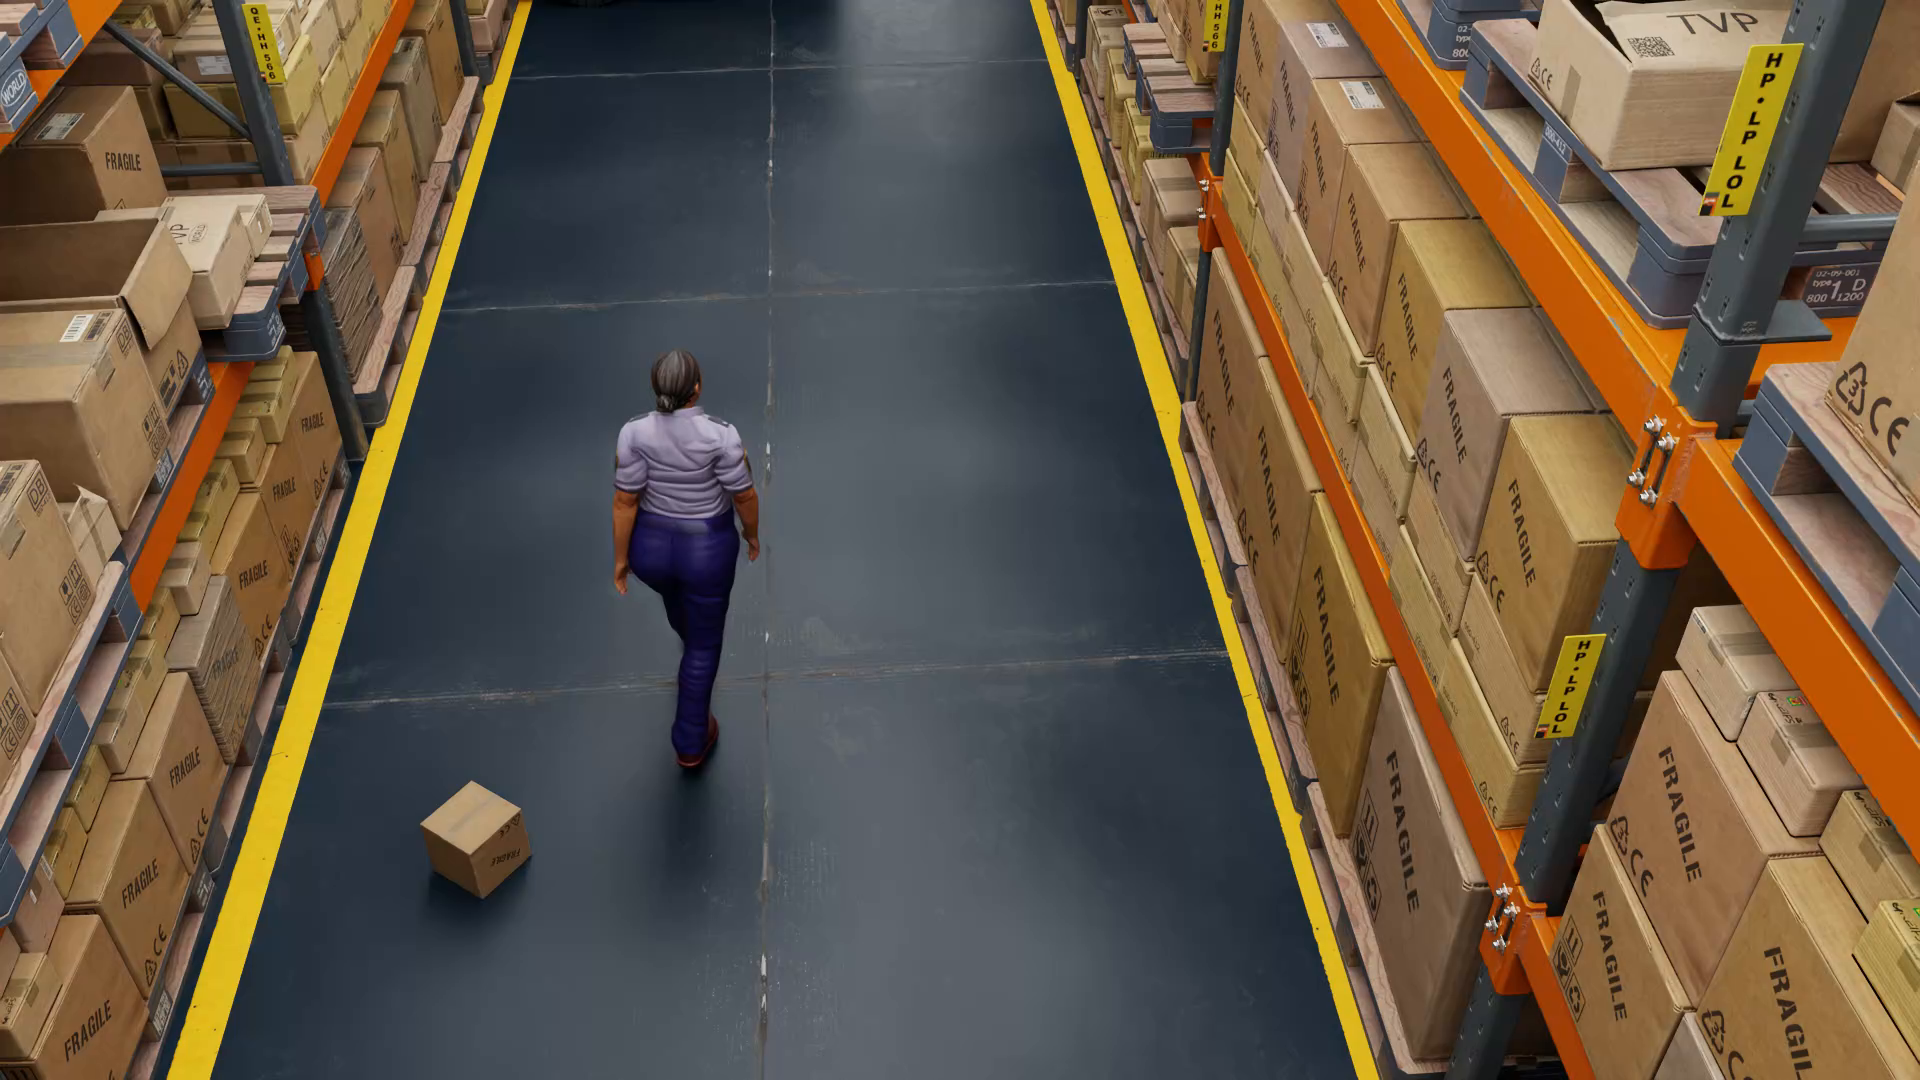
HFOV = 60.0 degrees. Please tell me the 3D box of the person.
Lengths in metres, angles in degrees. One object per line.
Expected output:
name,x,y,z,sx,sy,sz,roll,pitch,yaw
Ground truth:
person,-0.984,-0.006,6.168,0.506,1.601,0.898,7,40,8
